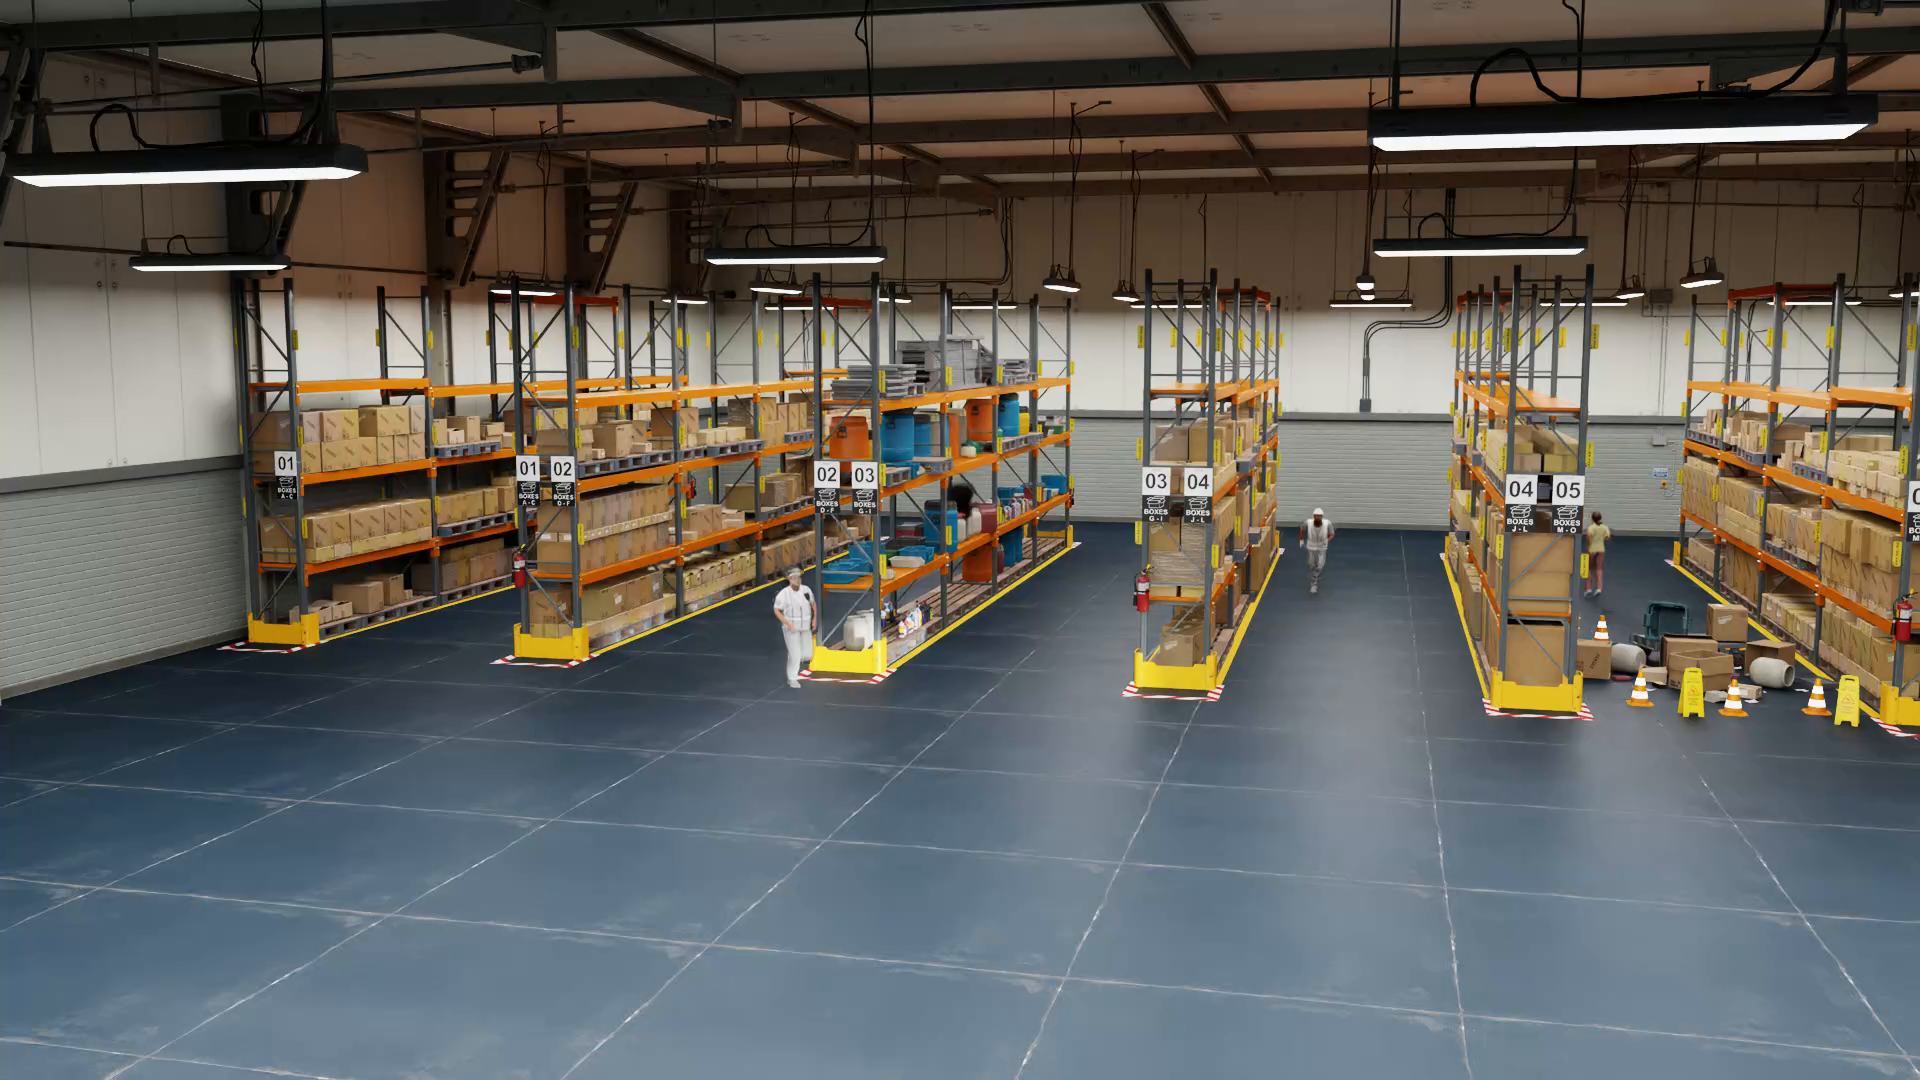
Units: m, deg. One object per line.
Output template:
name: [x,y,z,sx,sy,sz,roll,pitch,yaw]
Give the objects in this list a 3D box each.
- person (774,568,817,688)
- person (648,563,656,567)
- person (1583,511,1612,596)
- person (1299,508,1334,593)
person: [-2.372,1.262,24.149,0.690,1.756,0.624,-4,8,-30]
person: [-6.315,0.153,33.698,0.587,1.634,0.583,1,7,11]
person: [12.395,0.304,32.344,0.550,1.721,0.824,1,7,5]
person: [7.113,0.199,33.175,0.675,1.704,0.758,1,7,7]
